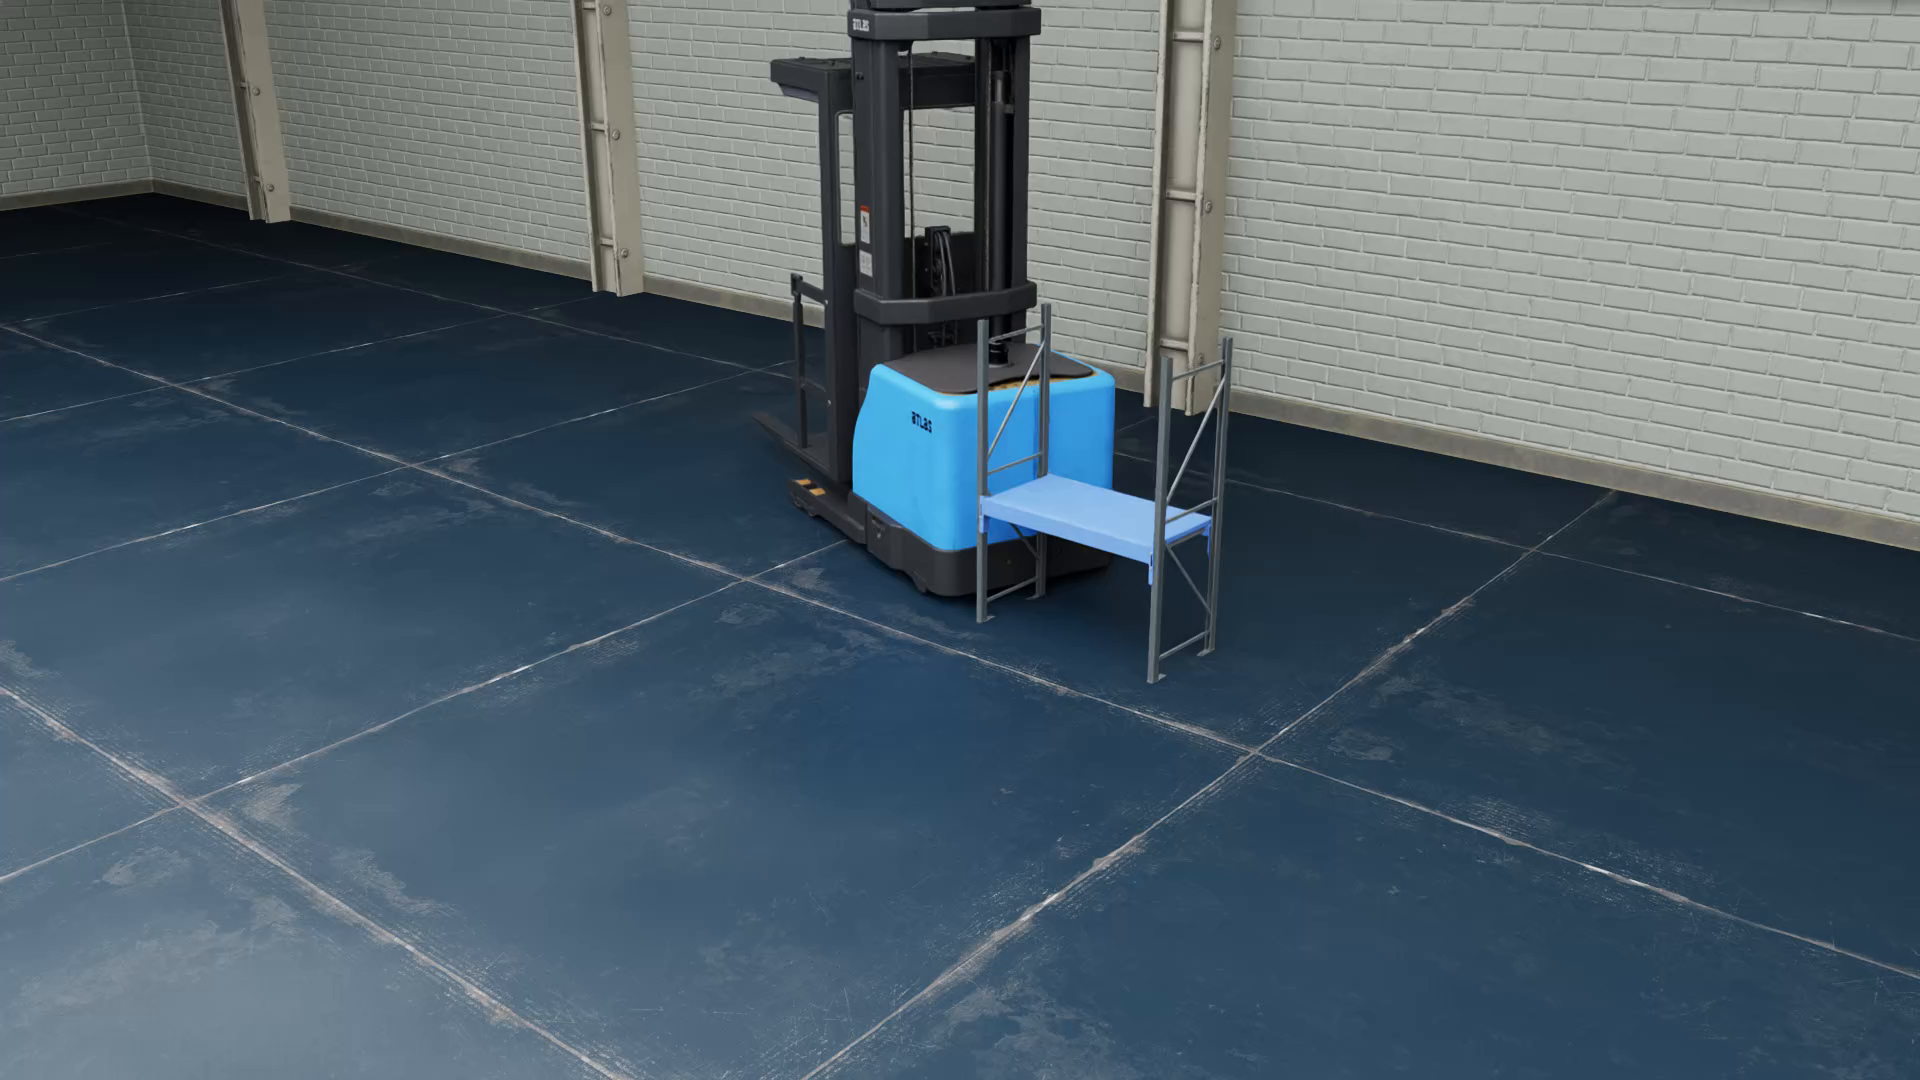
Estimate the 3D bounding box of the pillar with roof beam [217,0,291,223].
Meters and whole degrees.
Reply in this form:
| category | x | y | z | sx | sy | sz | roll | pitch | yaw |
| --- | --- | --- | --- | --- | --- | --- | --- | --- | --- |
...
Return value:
| category | x | y | z | sx | sy | sz | roll | pitch | yaw |
| --- | --- | --- | --- | --- | --- | --- | --- | --- | --- |
| pillar with roof beam | -10.485 | -6.649 | 14.048 | 0.400 | 9.000 | 9.100 | 16 | 26 | 36 |

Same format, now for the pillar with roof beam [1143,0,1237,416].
| category | x | y | z | sx | sy | sz | roll | pitch | yaw |
| --- | --- | --- | --- | --- | --- | --- | --- | --- | --- |
| pillar with roof beam | -1.188 | -3.972 | 6.948 | 0.400 | 9.000 | 9.100 | 16 | 26 | 36 |

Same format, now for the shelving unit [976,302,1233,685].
| category | x | y | z | sx | sy | sz | roll | pitch | yaw |
| --- | --- | --- | --- | --- | --- | --- | --- | --- | --- |
| shelving unit | 0.637 | -0.241 | 7.682 | 1.048 | 1.500 | 0.538 | 17 | 27 | 38 |

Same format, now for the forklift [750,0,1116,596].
| category | x | y | z | sx | sy | sz | roll | pitch | yaw |
| --- | --- | --- | --- | --- | --- | --- | --- | --- | --- |
| forklift | -0.343 | -1.569 | 9.175 | 1.130 | 2.935 | 3.031 | -11 | 23 | -26 |

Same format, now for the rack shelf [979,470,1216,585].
| category | x | y | z | sx | sy | sz | roll | pitch | yaw |
| --- | --- | --- | --- | --- | --- | --- | --- | --- | --- |
| rack shelf | 0.637 | -0.073 | 7.746 | 1.000 | 0.185 | 0.538 | 17 | 27 | 38 |

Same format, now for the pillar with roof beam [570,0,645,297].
| category | x | y | z | sx | sy | sz | roll | pitch | yaw |
| --- | --- | --- | --- | --- | --- | --- | --- | --- | --- |
| pillar with roof beam | -5.837 | -5.311 | 10.498 | 0.400 | 9.000 | 9.100 | 16 | 26 | 36 |

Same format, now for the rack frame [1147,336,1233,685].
| category | x | y | z | sx | sy | sz | roll | pitch | yaw |
| --- | --- | --- | --- | --- | --- | --- | --- | --- | --- |
| rack frame | 1.017 | -0.122 | 7.366 | 0.032 | 1.500 | 0.500 | 17 | 27 | 38 |

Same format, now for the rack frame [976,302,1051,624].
| category | x | y | z | sx | sy | sz | roll | pitch | yaw |
| --- | --- | --- | --- | --- | --- | --- | --- | --- | --- |
| rack frame | 0.257 | -0.360 | 7.998 | 0.032 | 1.500 | 0.500 | 17 | 27 | 38 |
